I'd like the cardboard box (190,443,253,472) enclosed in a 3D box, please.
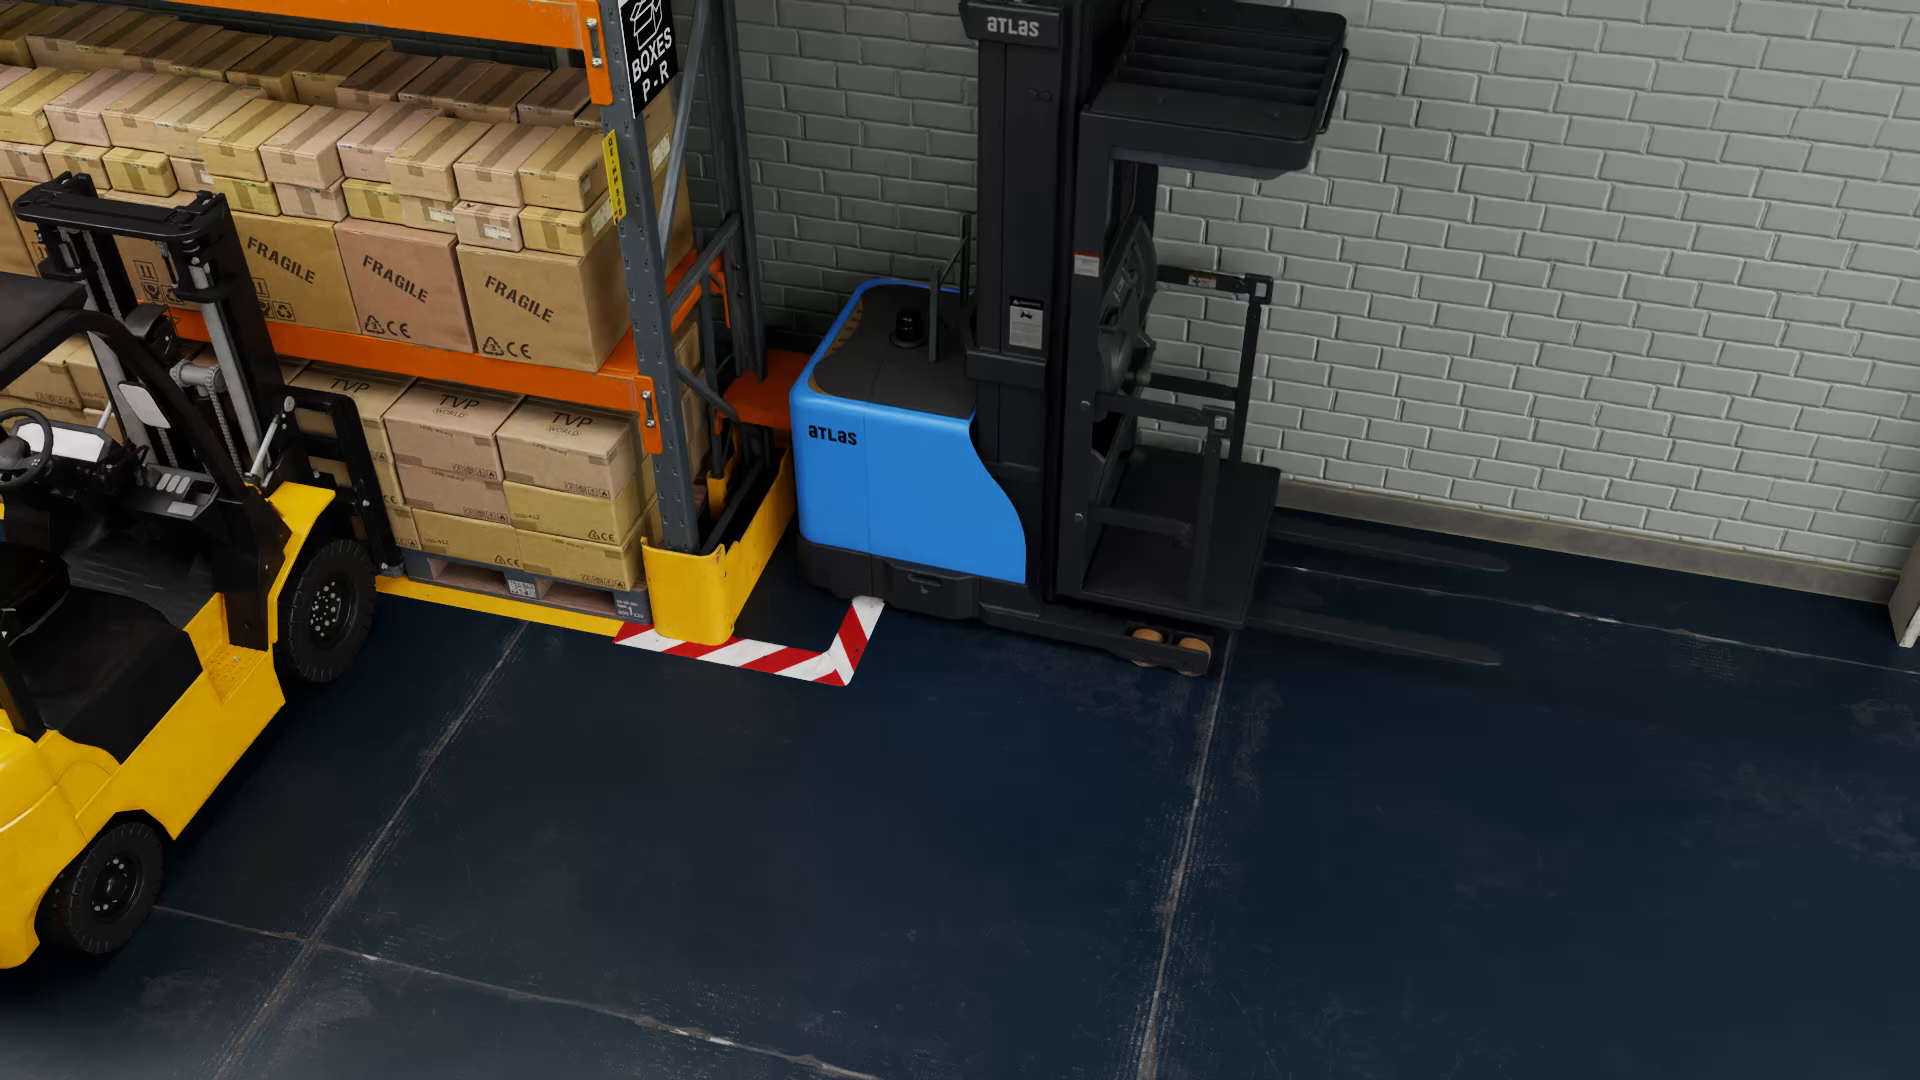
[{"bbox_3d":[-3.080,-0.510,7.448,0.500,0.250,0.500,10,41,11],"label":"cardboard box"}]

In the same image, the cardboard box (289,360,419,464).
[{"bbox_3d":[-2.571,-0.608,7.176,0.500,0.250,0.500,10,41,12],"label":"cardboard box"}]

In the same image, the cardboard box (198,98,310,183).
[{"bbox_3d":[-2.720,-1.555,6.456,0.250,0.149,0.380,11,41,12],"label":"cardboard box"}]

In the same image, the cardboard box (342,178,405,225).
[{"bbox_3d":[-2.194,-1.400,6.502,0.250,0.149,0.380,9,41,11],"label":"cardboard box"}]

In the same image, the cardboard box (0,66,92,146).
[{"bbox_3d":[-3.689,-1.747,6.684,0.250,0.149,0.380,9,41,11],"label":"cardboard box"}]

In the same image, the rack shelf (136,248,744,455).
[{"bbox_3d":[-2.992,-1.133,7.326,4.000,0.370,1.077,10,41,11],"label":"rack shelf"}]

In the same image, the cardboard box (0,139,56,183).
[{"bbox_3d":[-3.703,-1.611,6.754,0.250,0.149,0.380,9,41,11],"label":"cardboard box"}]

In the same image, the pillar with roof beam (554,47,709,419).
[{"bbox_3d":[-2.613,-1.374,2.389,0.400,9.000,9.100,10,41,11],"label":"pillar with roof beam"}]

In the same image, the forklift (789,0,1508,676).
[{"bbox_3d":[0.854,-0.928,6.576,3.031,2.935,1.130,11,41,13],"label":"forklift"}]

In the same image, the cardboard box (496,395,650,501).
[{"bbox_3d":[-1.586,-0.449,6.987,0.500,0.250,0.500,11,41,13],"label":"cardboard box"}]

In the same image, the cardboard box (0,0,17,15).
[{"bbox_3d":[-4.306,-2.209,7.234,0.250,0.149,0.380,9,41,10],"label":"cardboard box"}]

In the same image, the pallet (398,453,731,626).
[{"bbox_3d":[-1.810,-0.109,7.716,1.213,0.211,1.003,10,41,11],"label":"pallet"}]

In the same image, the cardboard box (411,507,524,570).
[{"bbox_3d":[-2.074,-0.154,7.413,0.500,0.250,0.500,10,41,11],"label":"cardboard box"}]

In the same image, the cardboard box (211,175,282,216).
[{"bbox_3d":[-2.713,-1.444,6.555,0.250,0.149,0.380,10,41,12],"label":"cardboard box"}]

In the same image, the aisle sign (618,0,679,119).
[{"bbox_3d":[-1.073,-1.878,5.632,0.004,0.787,0.394,10,41,11],"label":"aisle sign"}]

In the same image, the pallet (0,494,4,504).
[{"bbox_3d":[-4.167,-0.515,8.199,1.213,0.211,1.003,10,41,11],"label":"pallet"}]

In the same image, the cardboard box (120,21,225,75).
[{"bbox_3d":[-3.309,-2.043,7.037,0.250,0.149,0.380,9,41,11],"label":"cardboard box"}]

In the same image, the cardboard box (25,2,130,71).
[{"bbox_3d":[-3.789,-2.170,7.188,0.250,0.149,0.380,9,41,11],"label":"cardboard box"}]

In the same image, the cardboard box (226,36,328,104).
[{"bbox_3d":[-2.816,-1.940,6.914,0.250,0.149,0.380,10,41,12],"label":"cardboard box"}]

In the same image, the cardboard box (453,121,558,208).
[{"bbox_3d":[-1.707,-1.427,6.303,0.250,0.149,0.380,10,41,11],"label":"cardboard box"}]

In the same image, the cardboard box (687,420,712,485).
[{"bbox_3d":[-1.484,-0.387,7.690,0.500,0.250,0.500,10,41,12],"label":"cardboard box"}]

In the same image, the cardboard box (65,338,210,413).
[{"bbox_3d":[-3.563,-0.789,7.392,0.500,0.250,0.500,11,41,13],"label":"cardboard box"}]

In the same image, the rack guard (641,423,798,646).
[{"bbox_3d":[-1.037,-0.115,7.498,0.348,0.500,1.175,10,41,11],"label":"rack guard"}]

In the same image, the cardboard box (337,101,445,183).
[{"bbox_3d":[-2.188,-1.541,6.439,0.250,0.149,0.380,10,41,12],"label":"cardboard box"}]

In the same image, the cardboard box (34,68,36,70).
[{"bbox_3d":[-4.043,-2.064,7.294,0.250,0.149,0.380,11,41,13],"label":"cardboard box"}]

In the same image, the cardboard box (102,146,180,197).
[{"bbox_3d":[-3.196,-1.542,6.671,0.250,0.149,0.380,9,41,11],"label":"cardboard box"}]

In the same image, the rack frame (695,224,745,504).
[{"bbox_3d":[-1.033,-0.844,7.512,0.032,1.500,0.500,12,40,12],"label":"rack frame"}]

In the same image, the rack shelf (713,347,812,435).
[{"bbox_3d":[-0.550,-0.604,7.523,1.000,0.185,0.538,12,40,12],"label":"rack shelf"}]

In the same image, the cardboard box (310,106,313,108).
[{"bbox_3d":[-2.545,-1.838,7.024,0.250,0.149,0.380,11,41,13],"label":"cardboard box"}]

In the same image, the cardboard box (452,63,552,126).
[{"bbox_3d":[-1.832,-1.765,6.705,0.250,0.149,0.380,11,41,12],"label":"cardboard box"}]

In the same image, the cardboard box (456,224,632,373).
[{"bbox_3d":[-1.604,-1.033,6.570,0.500,0.500,0.500,9,41,10],"label":"cardboard box"}]

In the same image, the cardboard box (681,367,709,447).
[{"bbox_3d":[-1.461,-0.582,7.534,0.500,0.250,0.500,10,41,12],"label":"cardboard box"}]

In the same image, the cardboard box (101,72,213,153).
[{"bbox_3d":[-3.183,-1.709,6.639,0.250,0.149,0.380,10,41,12],"label":"cardboard box"}]

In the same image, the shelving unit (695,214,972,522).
[{"bbox_3d":[-0.553,-0.746,7.412,1.083,1.500,0.587,12,40,12],"label":"shelving unit"}]

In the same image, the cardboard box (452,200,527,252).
[{"bbox_3d":[-1.722,-1.270,6.348,0.250,0.149,0.380,10,41,12],"label":"cardboard box"}]

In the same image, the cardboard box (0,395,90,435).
[{"bbox_3d":[-4.050,-0.685,7.657,0.500,0.250,0.500,10,41,11],"label":"cardboard box"}]

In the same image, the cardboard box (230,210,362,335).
[{"bbox_3d":[-2.598,-1.210,6.780,0.500,0.500,0.500,9,41,11],"label":"cardboard box"}]

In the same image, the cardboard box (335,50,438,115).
[{"bbox_3d":[-2.329,-1.843,6.799,0.250,0.149,0.380,11,41,13],"label":"cardboard box"}]

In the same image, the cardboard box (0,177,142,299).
[{"bbox_3d":[-3.566,-1.383,6.987,0.500,0.500,0.500,9,41,11],"label":"cardboard box"}]

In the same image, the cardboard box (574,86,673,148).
[{"bbox_3d":[-1.330,-1.665,6.587,0.250,0.149,0.380,9,41,11],"label":"cardboard box"}]

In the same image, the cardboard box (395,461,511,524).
[{"bbox_3d":[-2.093,-0.352,7.259,0.500,0.250,0.500,9,41,11],"label":"cardboard box"}]
